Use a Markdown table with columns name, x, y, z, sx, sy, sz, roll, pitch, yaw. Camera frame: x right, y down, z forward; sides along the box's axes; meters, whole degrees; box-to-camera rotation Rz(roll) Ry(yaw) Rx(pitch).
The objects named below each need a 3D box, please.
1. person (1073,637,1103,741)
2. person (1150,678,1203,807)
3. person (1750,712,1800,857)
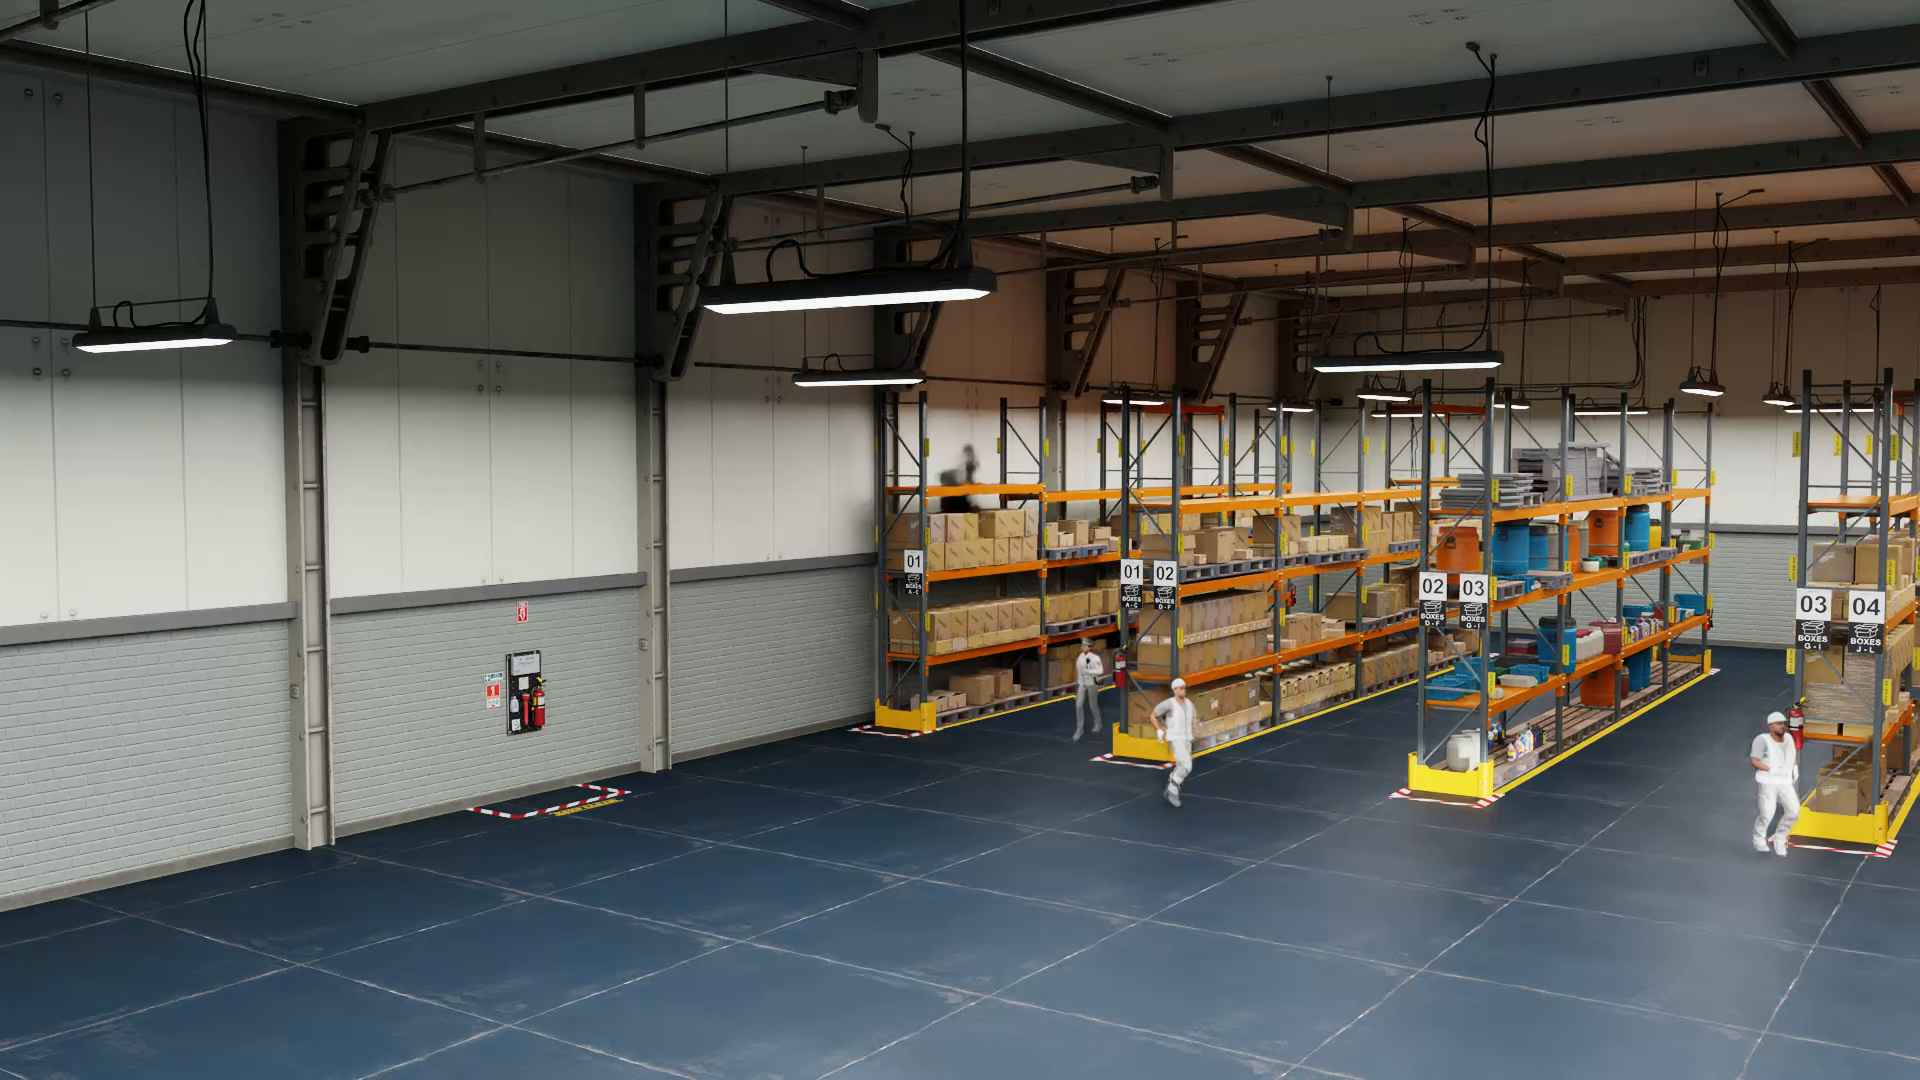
| name | x | y | z | sx | sy | sz | roll | pitch | yaw |
| --- | --- | --- | --- | --- | --- | --- | --- | --- | --- |
| person | 2.242 | 2.541 | 28.588 | 0.584 | 1.754 | 0.769 | 2 | 4 | 36 |
| person | 3.074 | 2.822 | 23.157 | 0.654 | 1.781 | 0.698 | -3 | 4 | -39 |
| person | 10.003 | 2.999 | 20.309 | 0.714 | 1.800 | 0.690 | 0 | 3 | -8 |
